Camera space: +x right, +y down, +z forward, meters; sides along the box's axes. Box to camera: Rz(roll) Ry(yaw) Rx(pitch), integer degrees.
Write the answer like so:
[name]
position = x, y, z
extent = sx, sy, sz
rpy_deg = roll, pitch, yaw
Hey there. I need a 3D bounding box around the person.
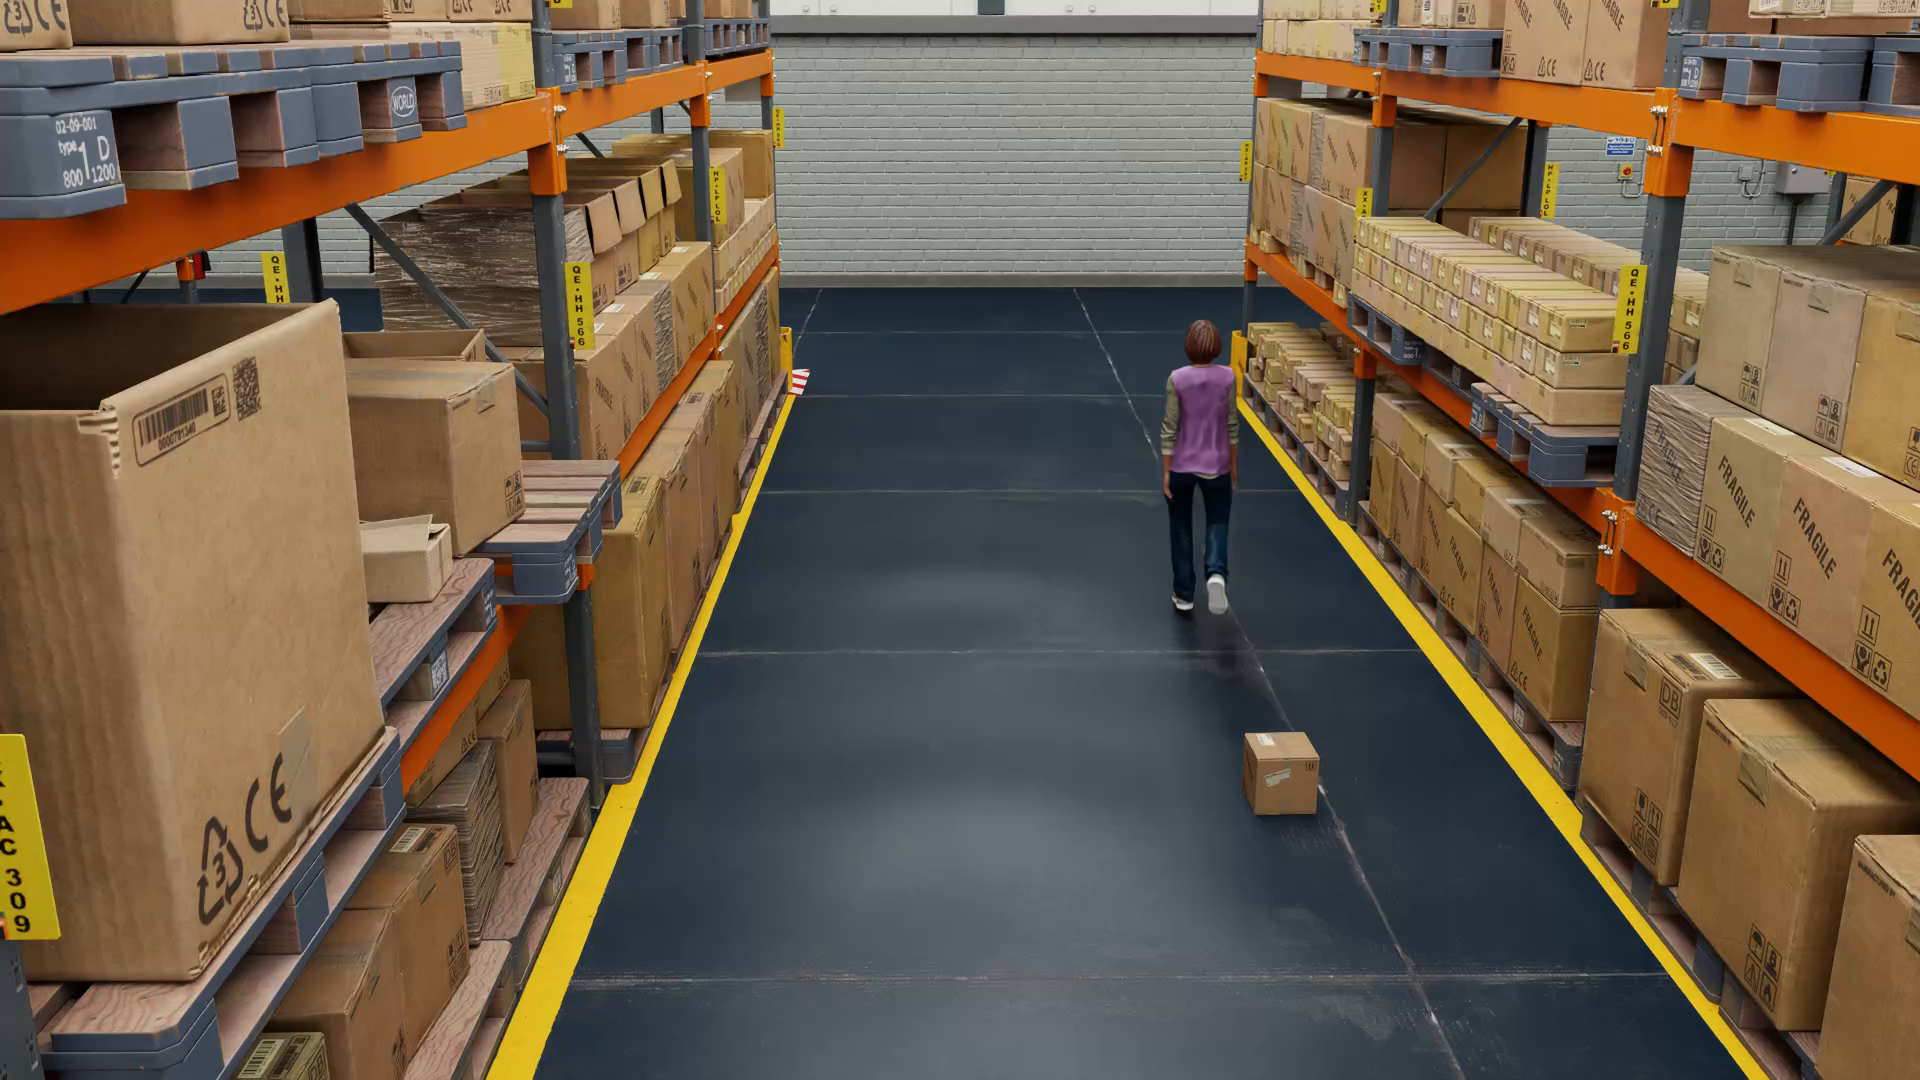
[person]
position = 1.243, -0.353, 8.619
extent = 0.420, 1.582, 0.626
rpy_deg = 1, 17, 2
